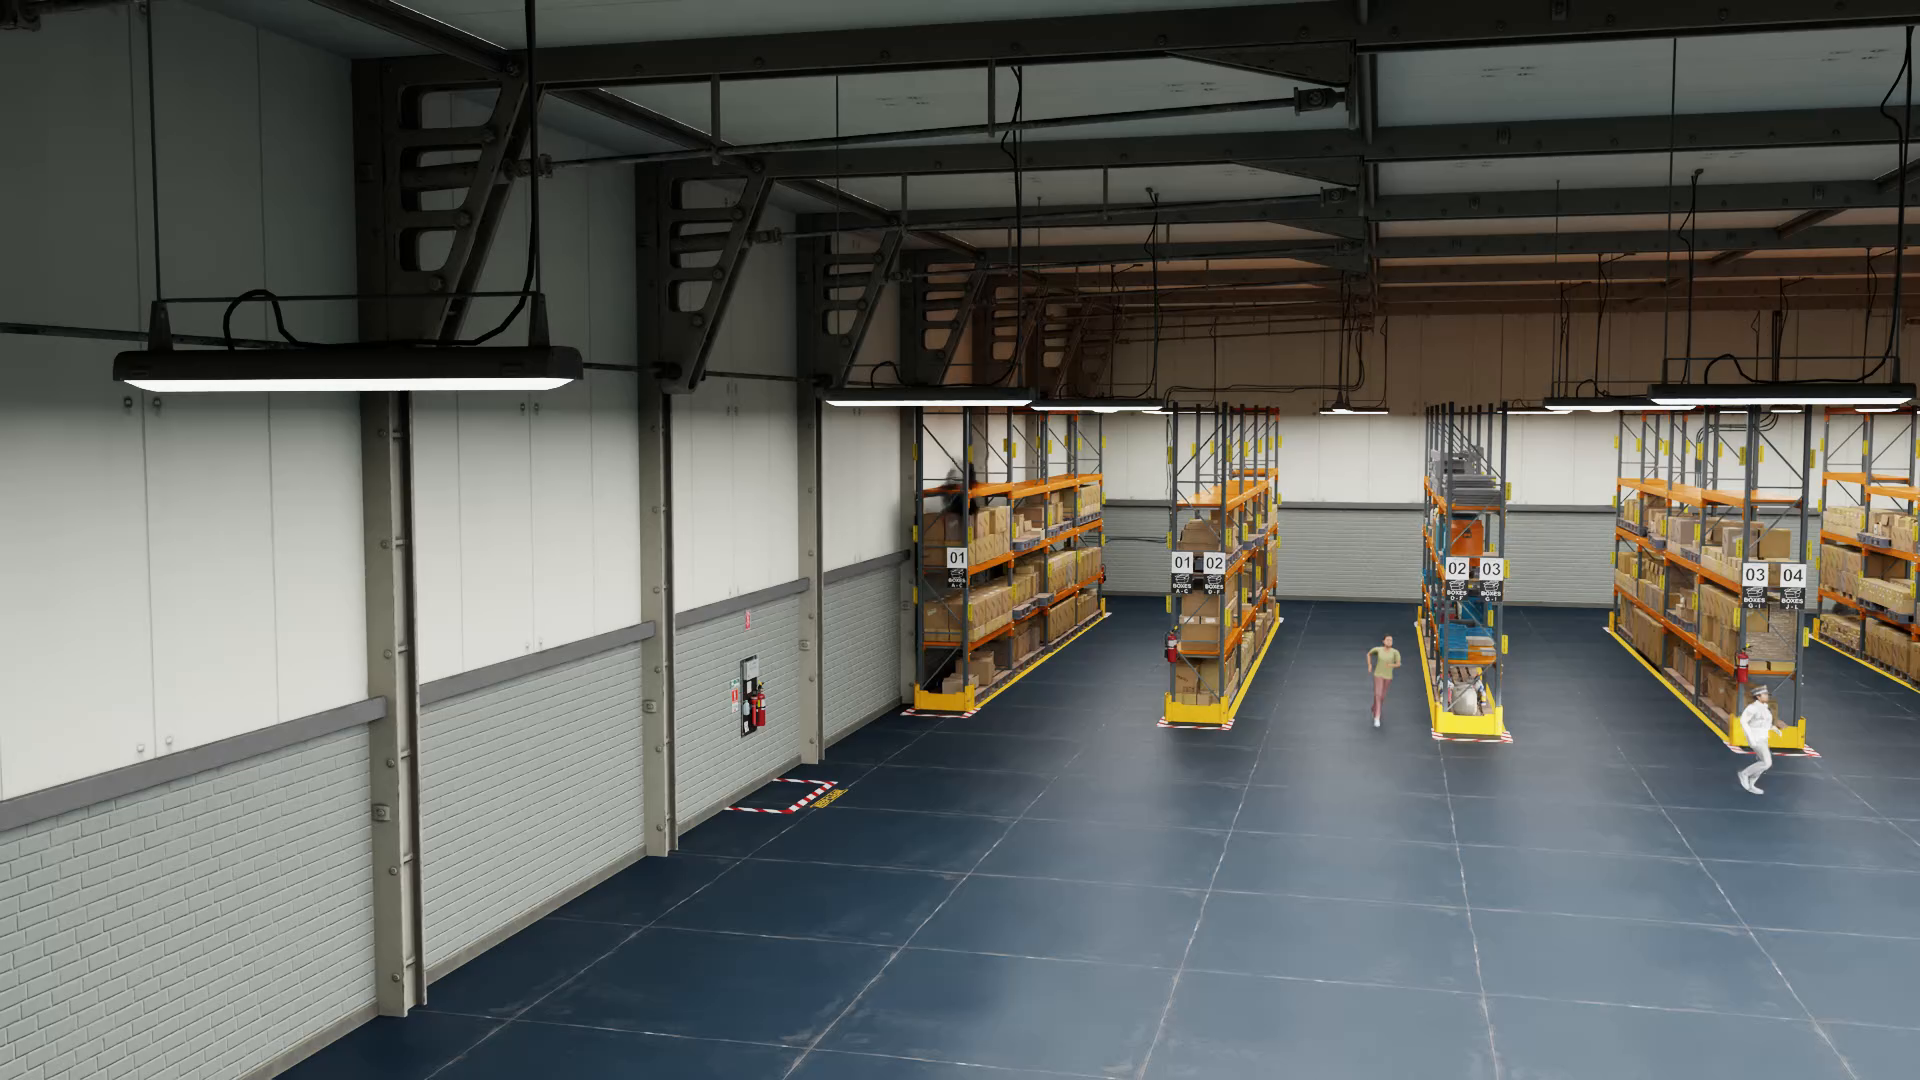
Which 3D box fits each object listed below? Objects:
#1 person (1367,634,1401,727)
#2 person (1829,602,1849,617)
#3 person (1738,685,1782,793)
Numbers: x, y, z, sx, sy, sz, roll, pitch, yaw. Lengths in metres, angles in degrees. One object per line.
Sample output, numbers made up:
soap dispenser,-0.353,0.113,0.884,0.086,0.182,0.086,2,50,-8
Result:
person,7.947,2.596,31.130,0.584,1.690,0.887,0,4,-1
person,23.477,1.685,44.129,0.892,1.634,0.565,1,4,11
person,12.183,3.026,25.302,0.538,1.663,0.630,4,6,45
